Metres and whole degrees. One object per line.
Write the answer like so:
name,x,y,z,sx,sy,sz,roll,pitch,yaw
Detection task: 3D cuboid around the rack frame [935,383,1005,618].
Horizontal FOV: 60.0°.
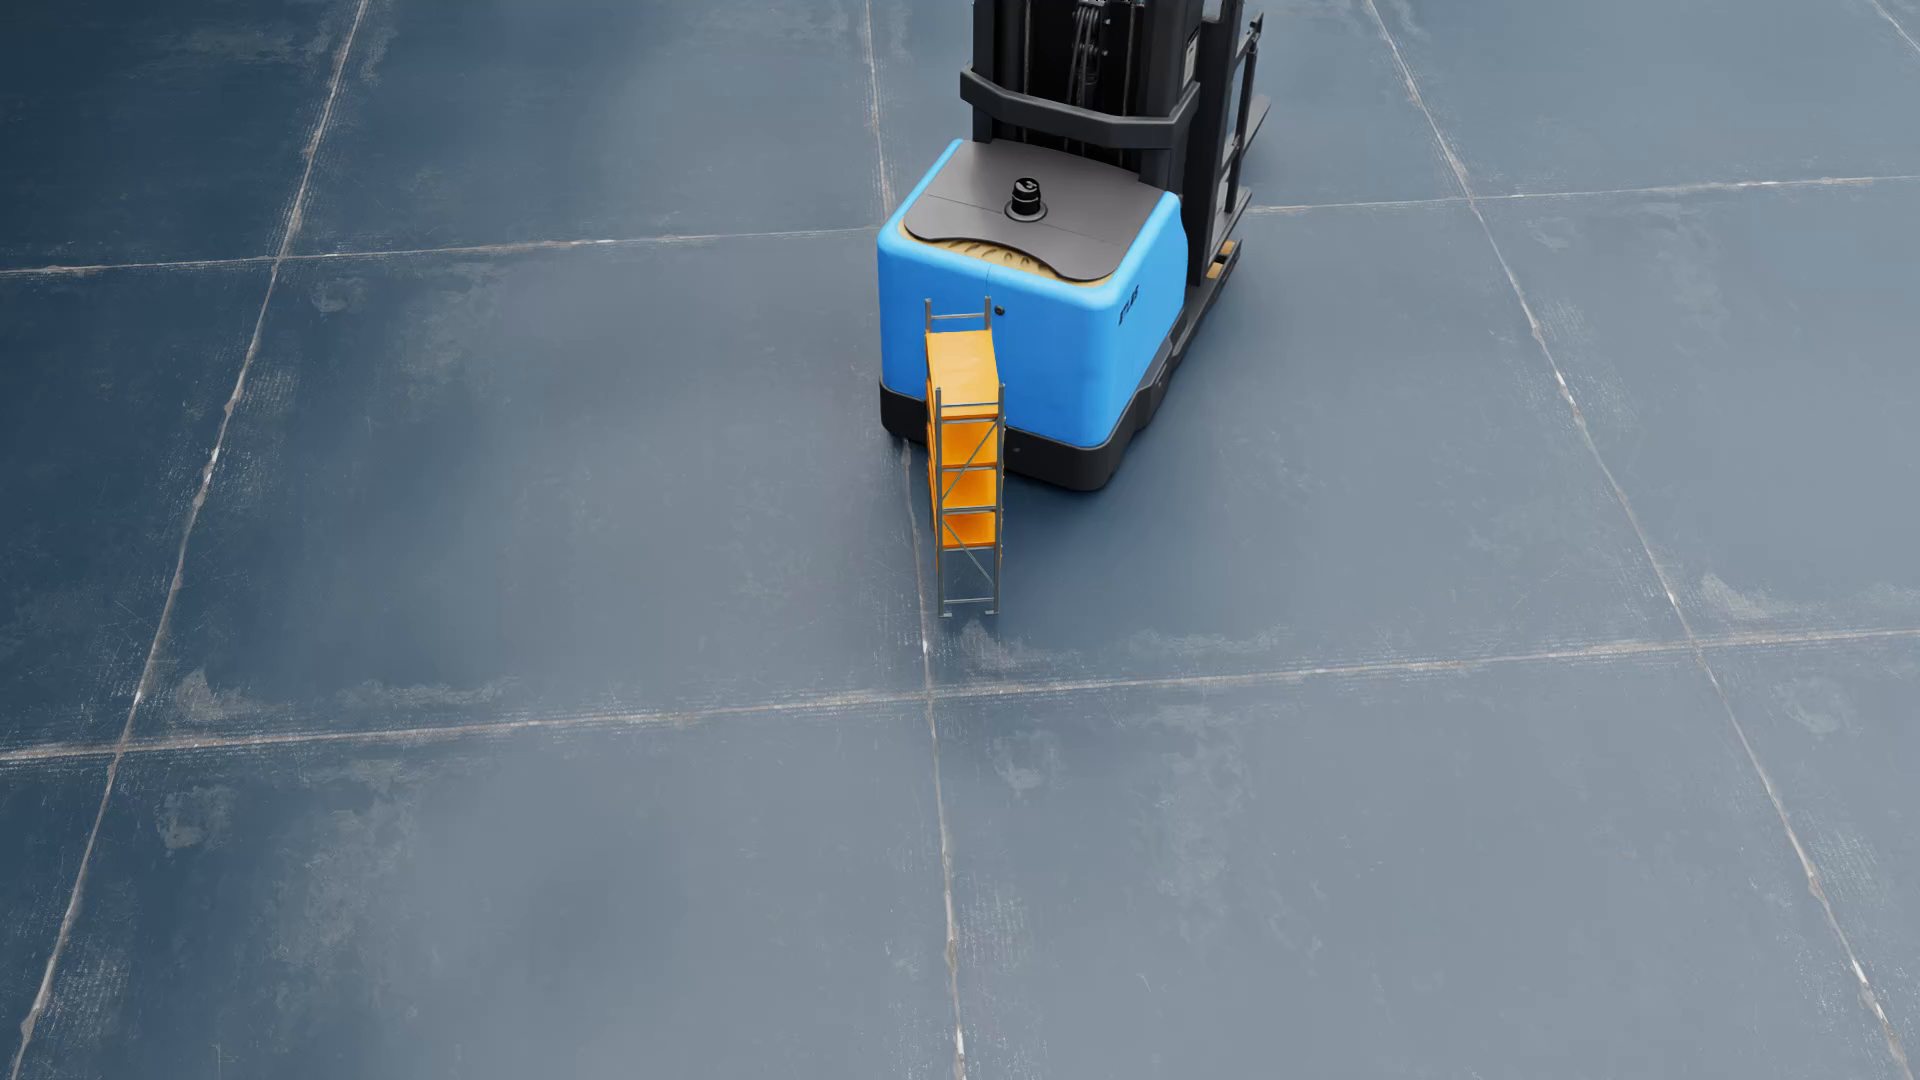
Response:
rack frame,0.034,-0.116,6.170,0.240,1.200,0.015,-3,47,-3

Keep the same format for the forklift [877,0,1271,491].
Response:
forklift,0.719,-2.296,7.042,1.130,2.935,3.031,18,49,16

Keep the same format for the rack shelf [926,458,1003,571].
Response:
rack shelf,0.014,-0.110,6.530,0.258,0.148,0.480,-3,47,-3

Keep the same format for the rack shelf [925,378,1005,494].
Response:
rack shelf,0.014,-0.400,6.224,0.258,0.148,0.480,-3,47,-3

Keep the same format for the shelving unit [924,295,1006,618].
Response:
shelving unit,0.014,-0.293,6.337,0.258,1.200,0.503,-3,47,-3

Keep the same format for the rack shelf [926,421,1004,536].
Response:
rack shelf,0.014,-0.247,6.386,0.258,0.148,0.480,-3,47,-3

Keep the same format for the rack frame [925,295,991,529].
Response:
rack frame,-0.007,-0.469,6.505,0.240,1.200,0.015,-3,47,-3

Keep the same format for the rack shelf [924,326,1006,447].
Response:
rack shelf,0.014,-0.563,6.052,0.258,0.148,0.480,-3,47,-3
